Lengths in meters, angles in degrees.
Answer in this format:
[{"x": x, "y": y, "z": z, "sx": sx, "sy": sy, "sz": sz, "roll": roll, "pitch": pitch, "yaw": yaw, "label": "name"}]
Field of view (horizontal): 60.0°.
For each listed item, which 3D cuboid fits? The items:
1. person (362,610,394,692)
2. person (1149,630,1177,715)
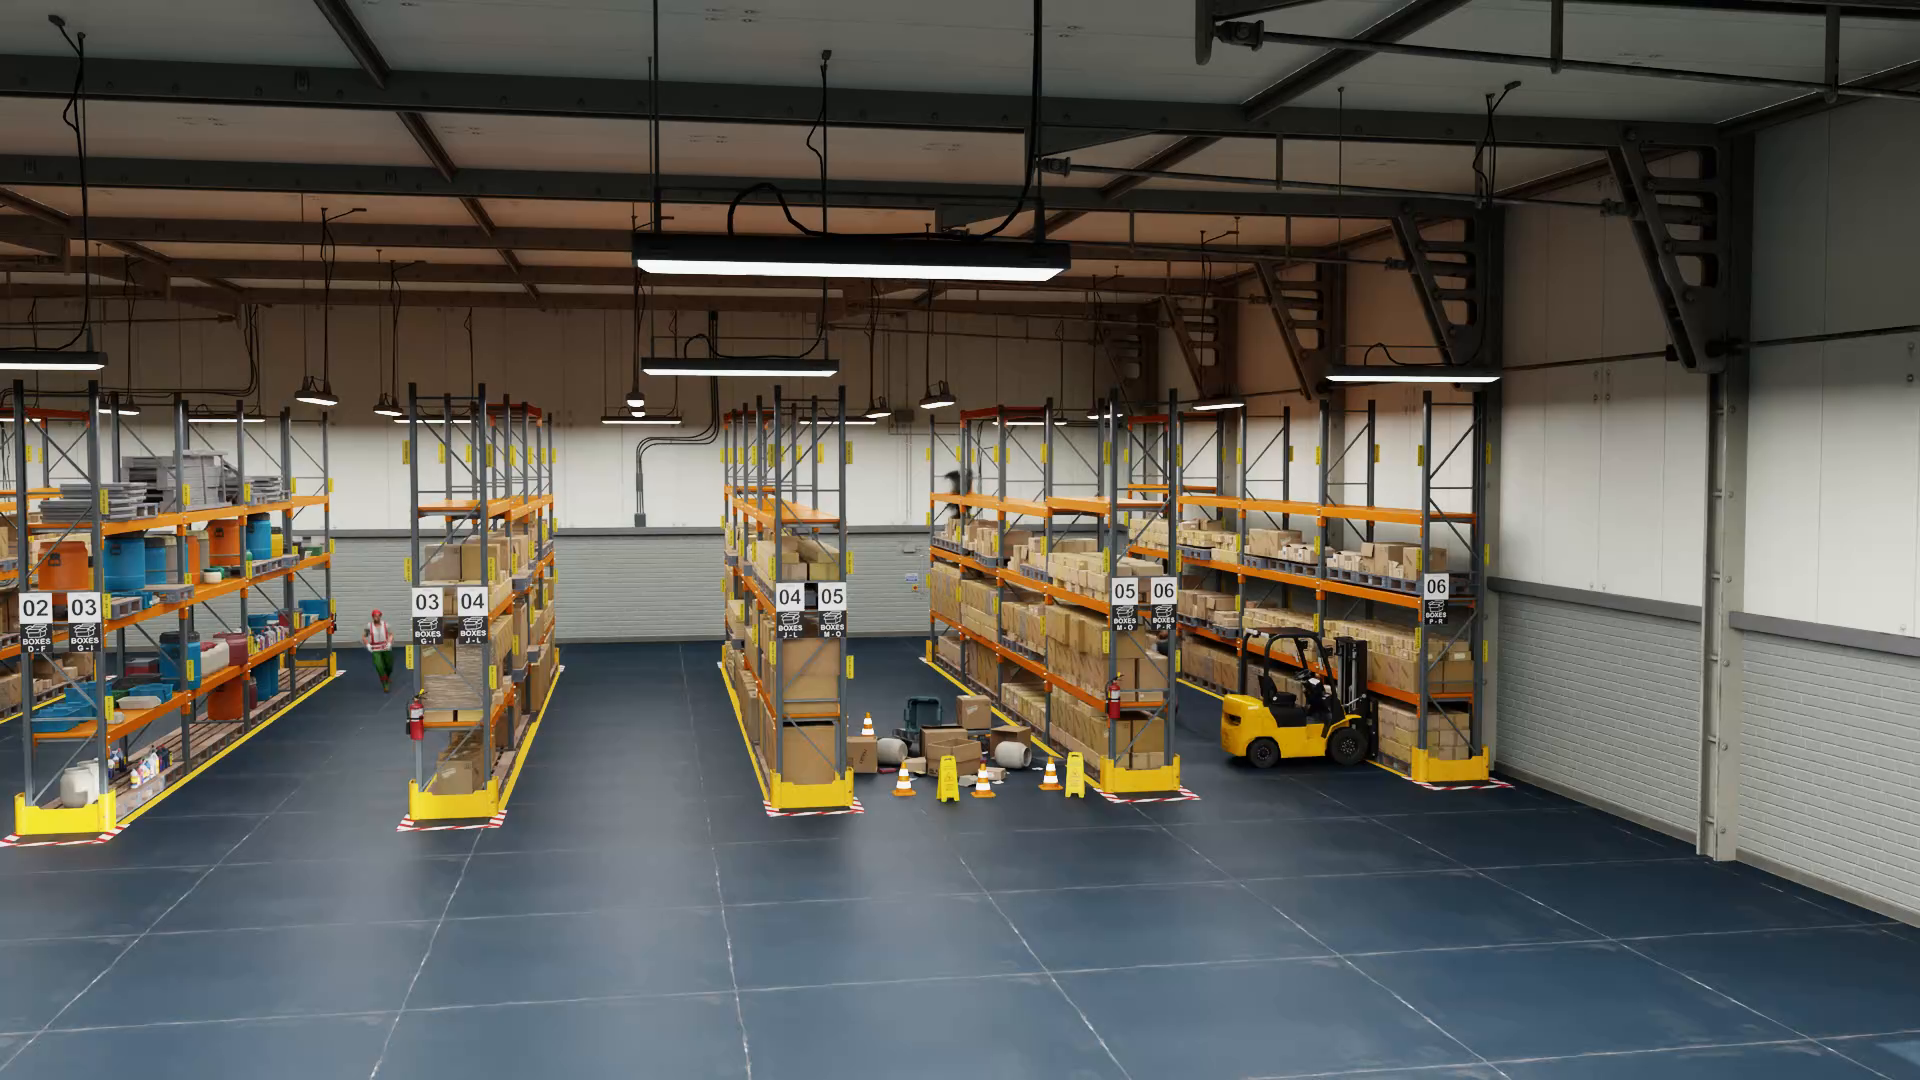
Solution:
[{"x": -12.356, "y": 2.342, "z": 35.327, "sx": 0.642, "sy": 1.740, "sz": 0.827, "roll": -1, "pitch": 3, "yaw": -23, "label": "person"}, {"x": 3.849, "y": 2.538, "z": 31.757, "sx": 0.667, "sy": 1.698, "sz": 0.905, "roll": -1, "pitch": 3, "yaw": -16, "label": "person"}]
